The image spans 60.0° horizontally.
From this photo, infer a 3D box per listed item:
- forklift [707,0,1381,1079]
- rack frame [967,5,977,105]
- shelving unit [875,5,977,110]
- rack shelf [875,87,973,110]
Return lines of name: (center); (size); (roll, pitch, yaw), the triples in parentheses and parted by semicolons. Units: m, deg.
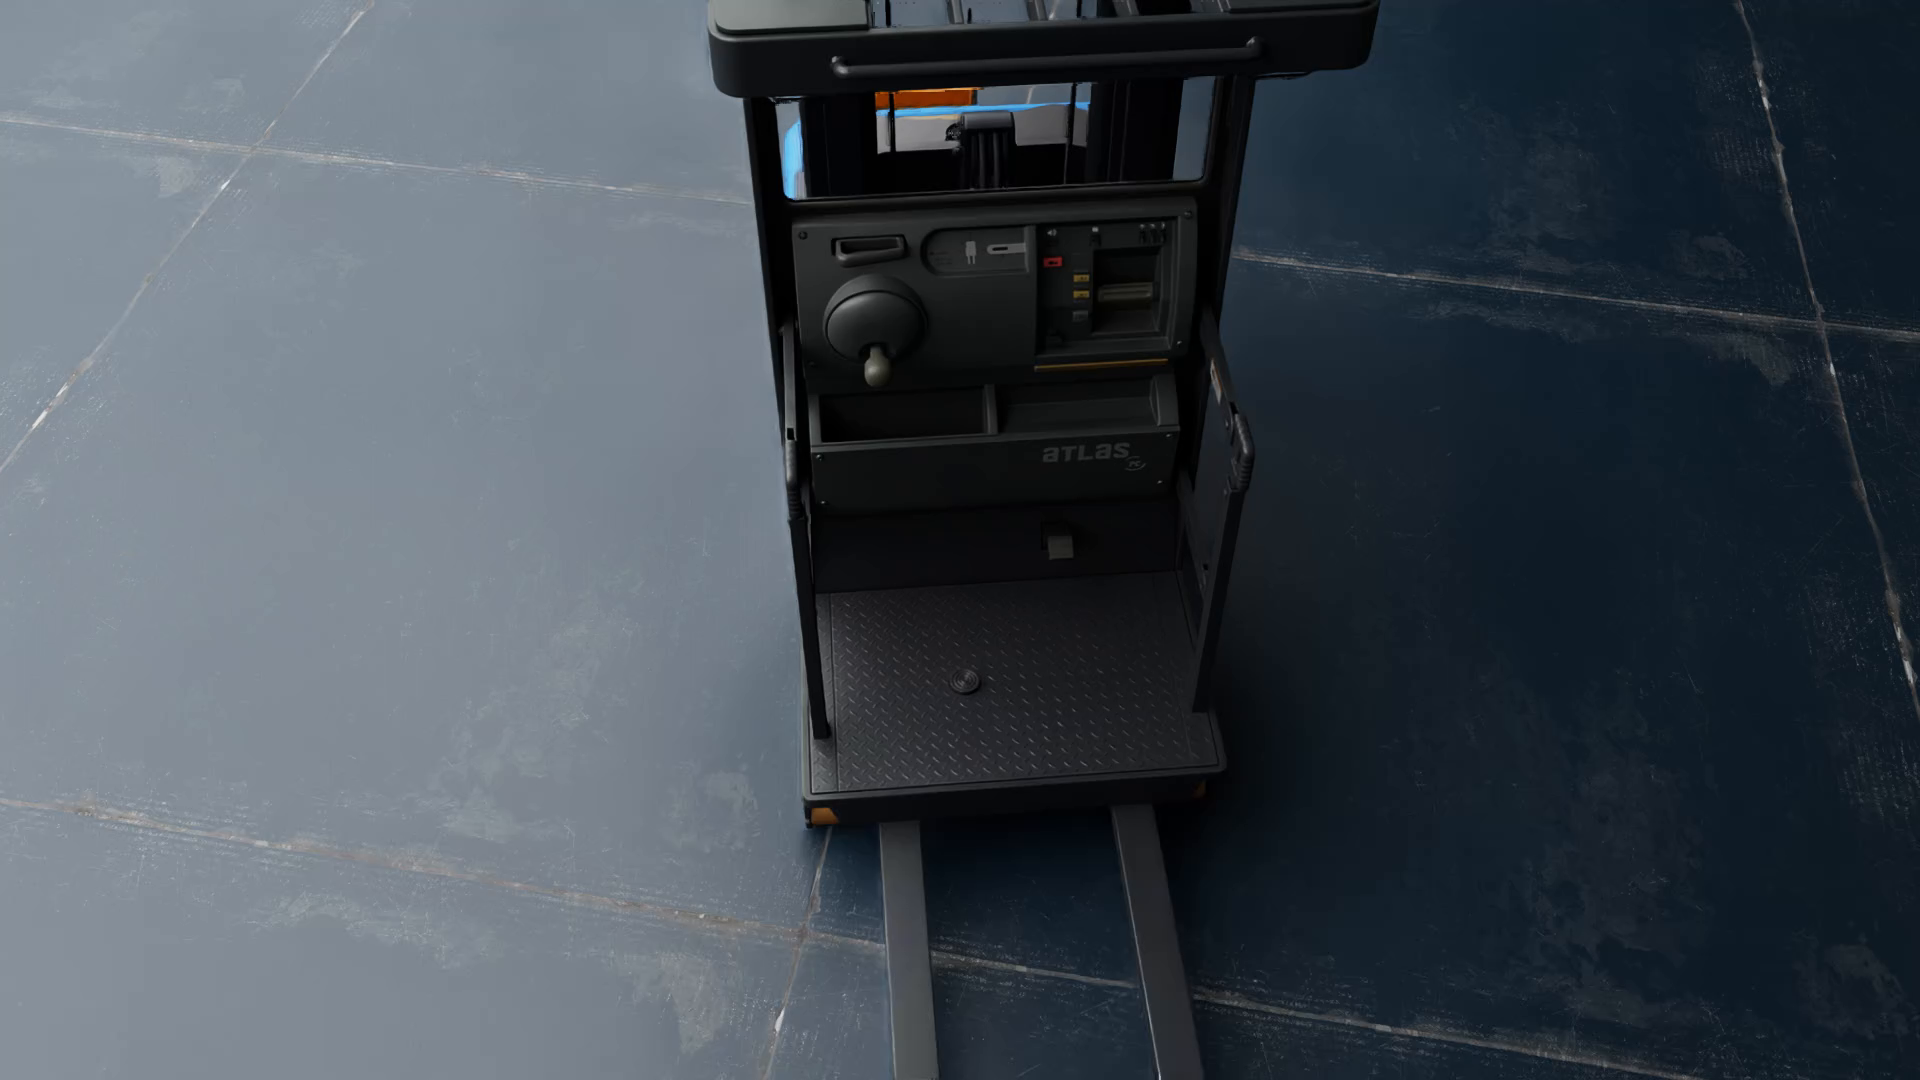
forklift: (0.106, -0.471, 3.703); (1.130, 2.935, 3.031); (-4, 48, -3)
rack frame: (0.037, -1.145, 5.466); (0.015, 1.200, 0.240); (-3, 46, -3)
shelving unit: (-0.206, -1.132, 5.455); (0.503, 1.200, 0.258); (-3, 46, -3)
rack shelf: (-0.207, -1.404, 5.171); (0.480, 0.148, 0.258); (-3, 46, -3)
